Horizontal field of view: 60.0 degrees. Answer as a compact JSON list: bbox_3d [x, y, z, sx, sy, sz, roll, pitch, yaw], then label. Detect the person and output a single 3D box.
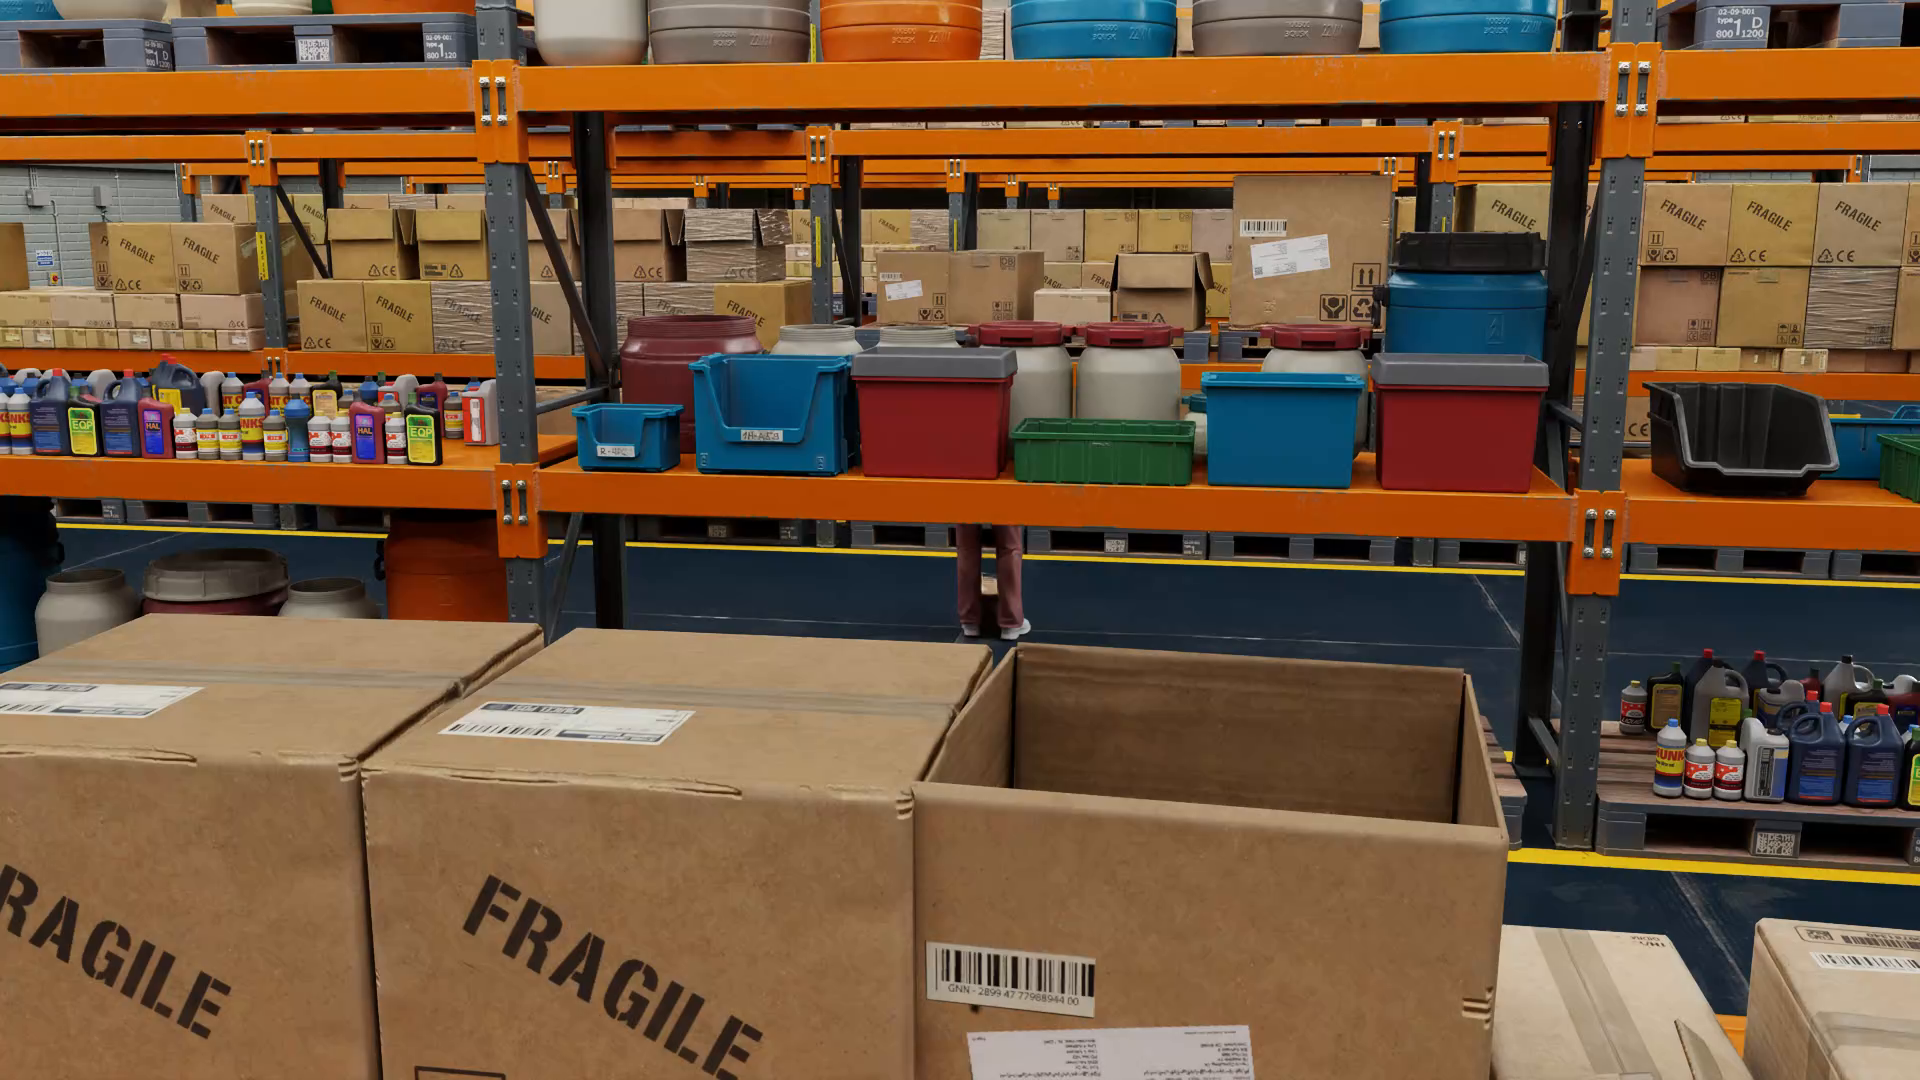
[{"bbox_3d":[0.136,-0.305,8.983,0.493,1.673,0.414,1,11,7],"label":"person"}]
